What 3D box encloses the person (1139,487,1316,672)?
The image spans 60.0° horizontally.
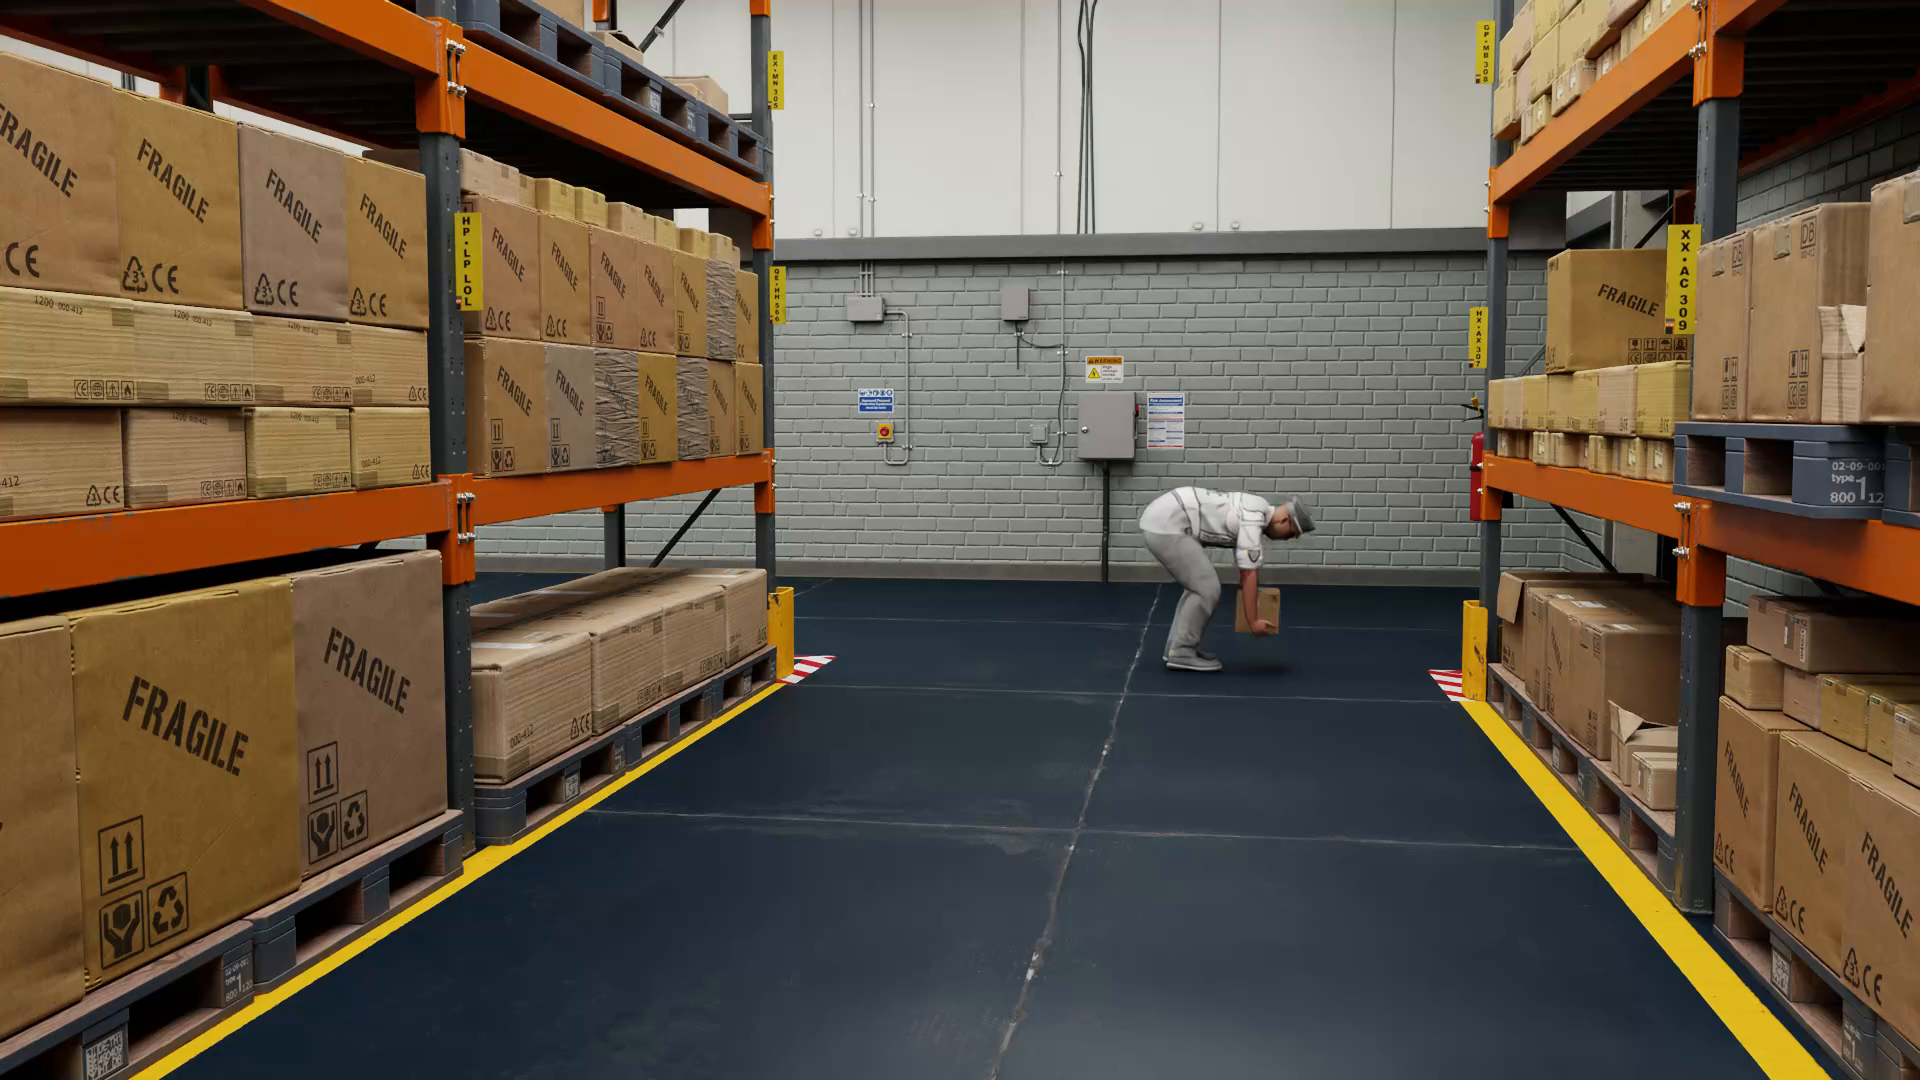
[{"bbox_3d":[1.596,0.227,9.956,1.045,1.091,0.501,0,4,6],"label":"person"}]
